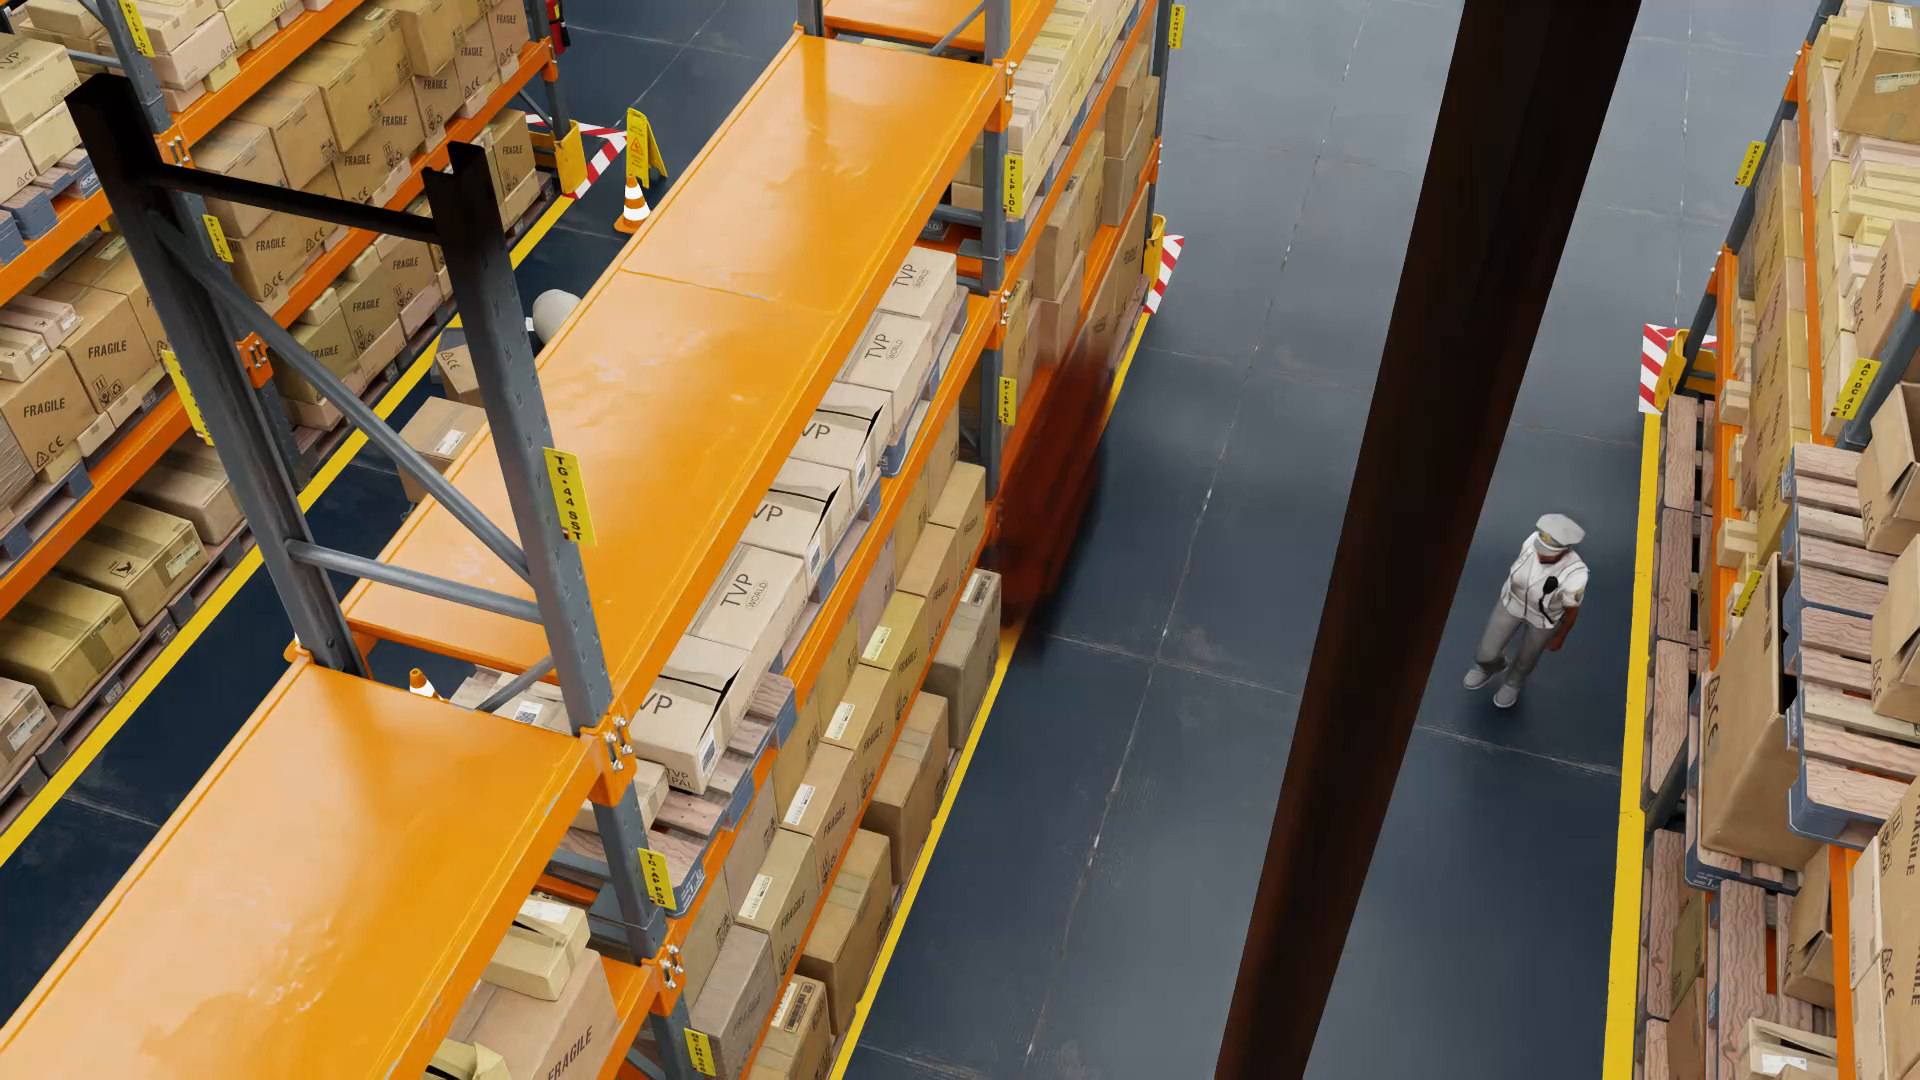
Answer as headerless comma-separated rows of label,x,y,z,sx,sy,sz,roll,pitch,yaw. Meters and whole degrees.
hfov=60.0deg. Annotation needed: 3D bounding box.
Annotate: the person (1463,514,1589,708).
person,3.287,0.421,9.560,0.491,1.641,0.503,28,52,25
